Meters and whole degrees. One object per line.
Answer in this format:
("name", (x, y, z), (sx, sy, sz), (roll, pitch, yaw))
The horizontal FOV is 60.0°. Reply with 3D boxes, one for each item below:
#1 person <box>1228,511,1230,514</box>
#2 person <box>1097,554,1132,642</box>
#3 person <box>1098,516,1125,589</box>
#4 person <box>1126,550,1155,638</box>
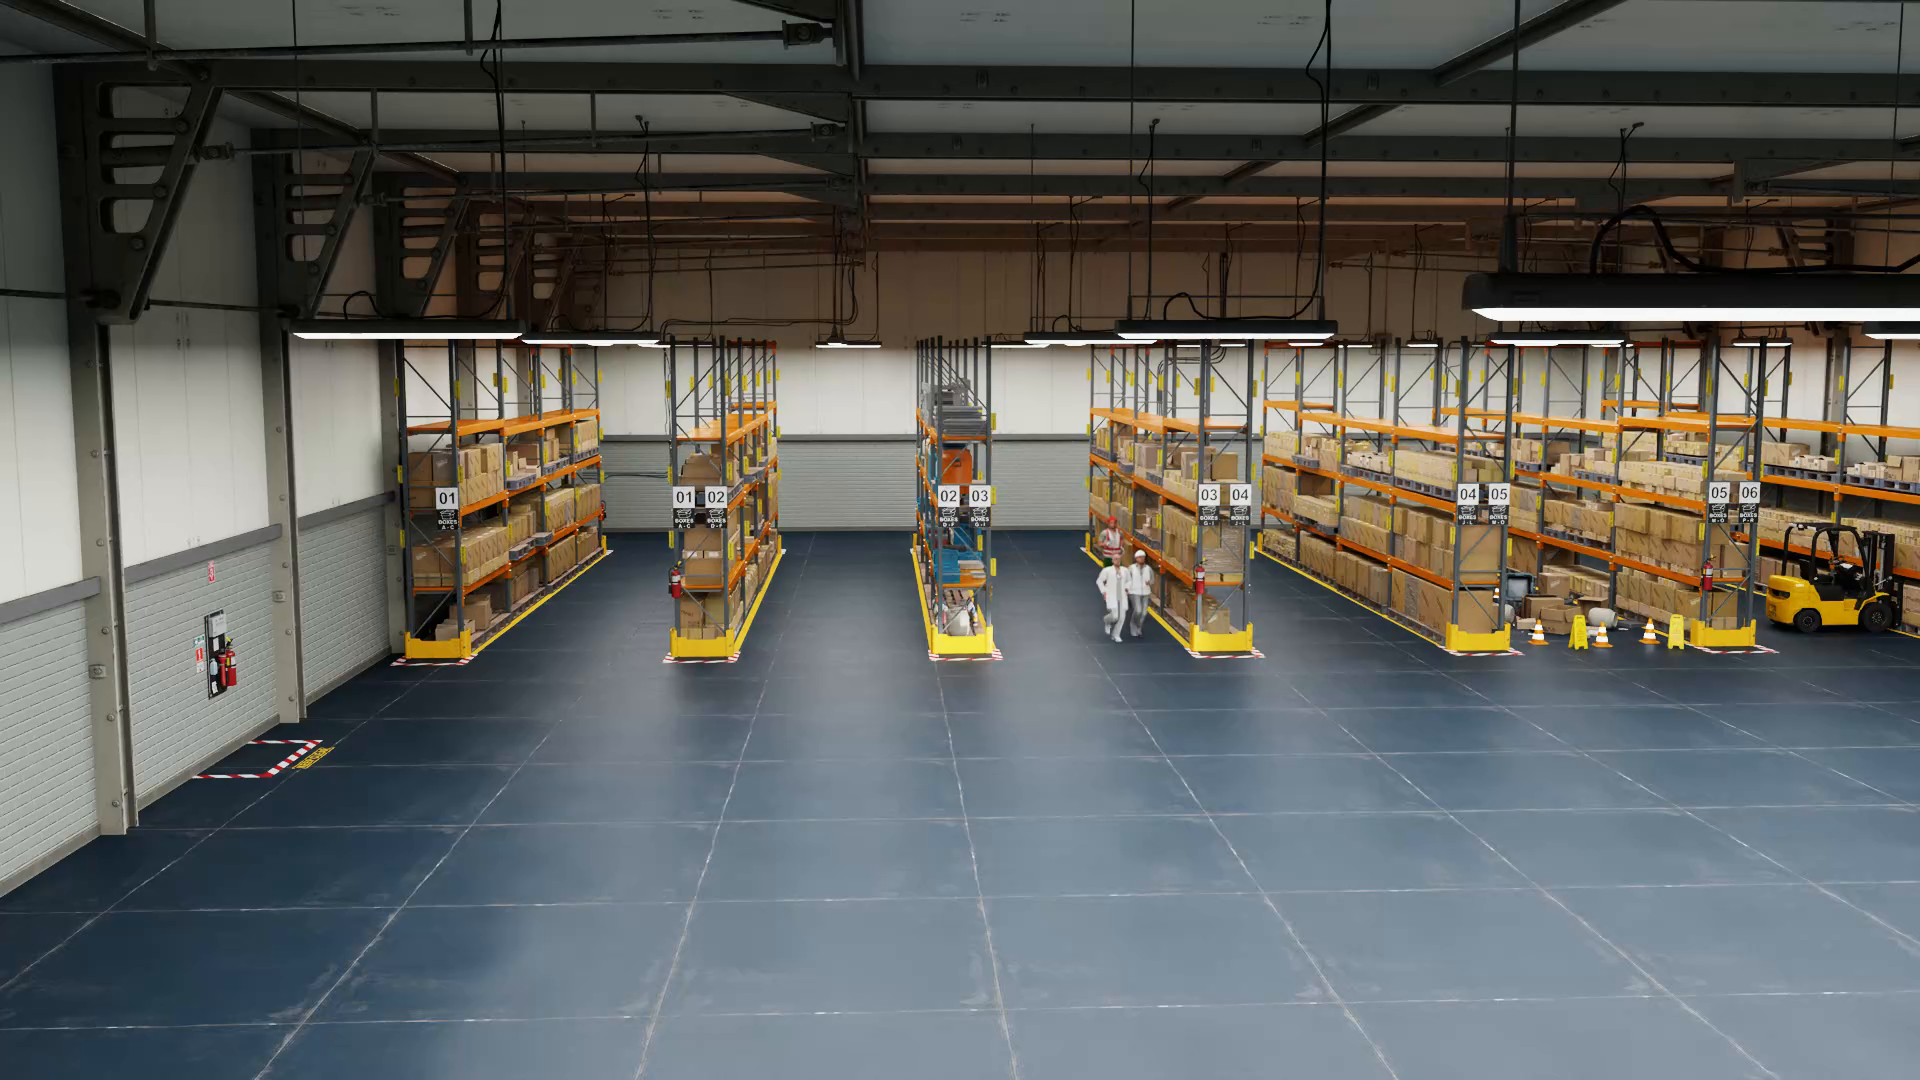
("person", (7.352, -0.547, 47.591), (0.718, 1.750, 0.635), (4, 8, 32))
("person", (3.083, 1.138, 32.877), (0.710, 1.733, 0.637), (-2, 7, -15))
("person", (3.326, 0.413, 36.310), (0.632, 1.864, 0.732), (-1, 7, -7))
("person", (3.587, 1.078, 33.183), (0.630, 1.753, 0.676), (-1, 7, -12))
